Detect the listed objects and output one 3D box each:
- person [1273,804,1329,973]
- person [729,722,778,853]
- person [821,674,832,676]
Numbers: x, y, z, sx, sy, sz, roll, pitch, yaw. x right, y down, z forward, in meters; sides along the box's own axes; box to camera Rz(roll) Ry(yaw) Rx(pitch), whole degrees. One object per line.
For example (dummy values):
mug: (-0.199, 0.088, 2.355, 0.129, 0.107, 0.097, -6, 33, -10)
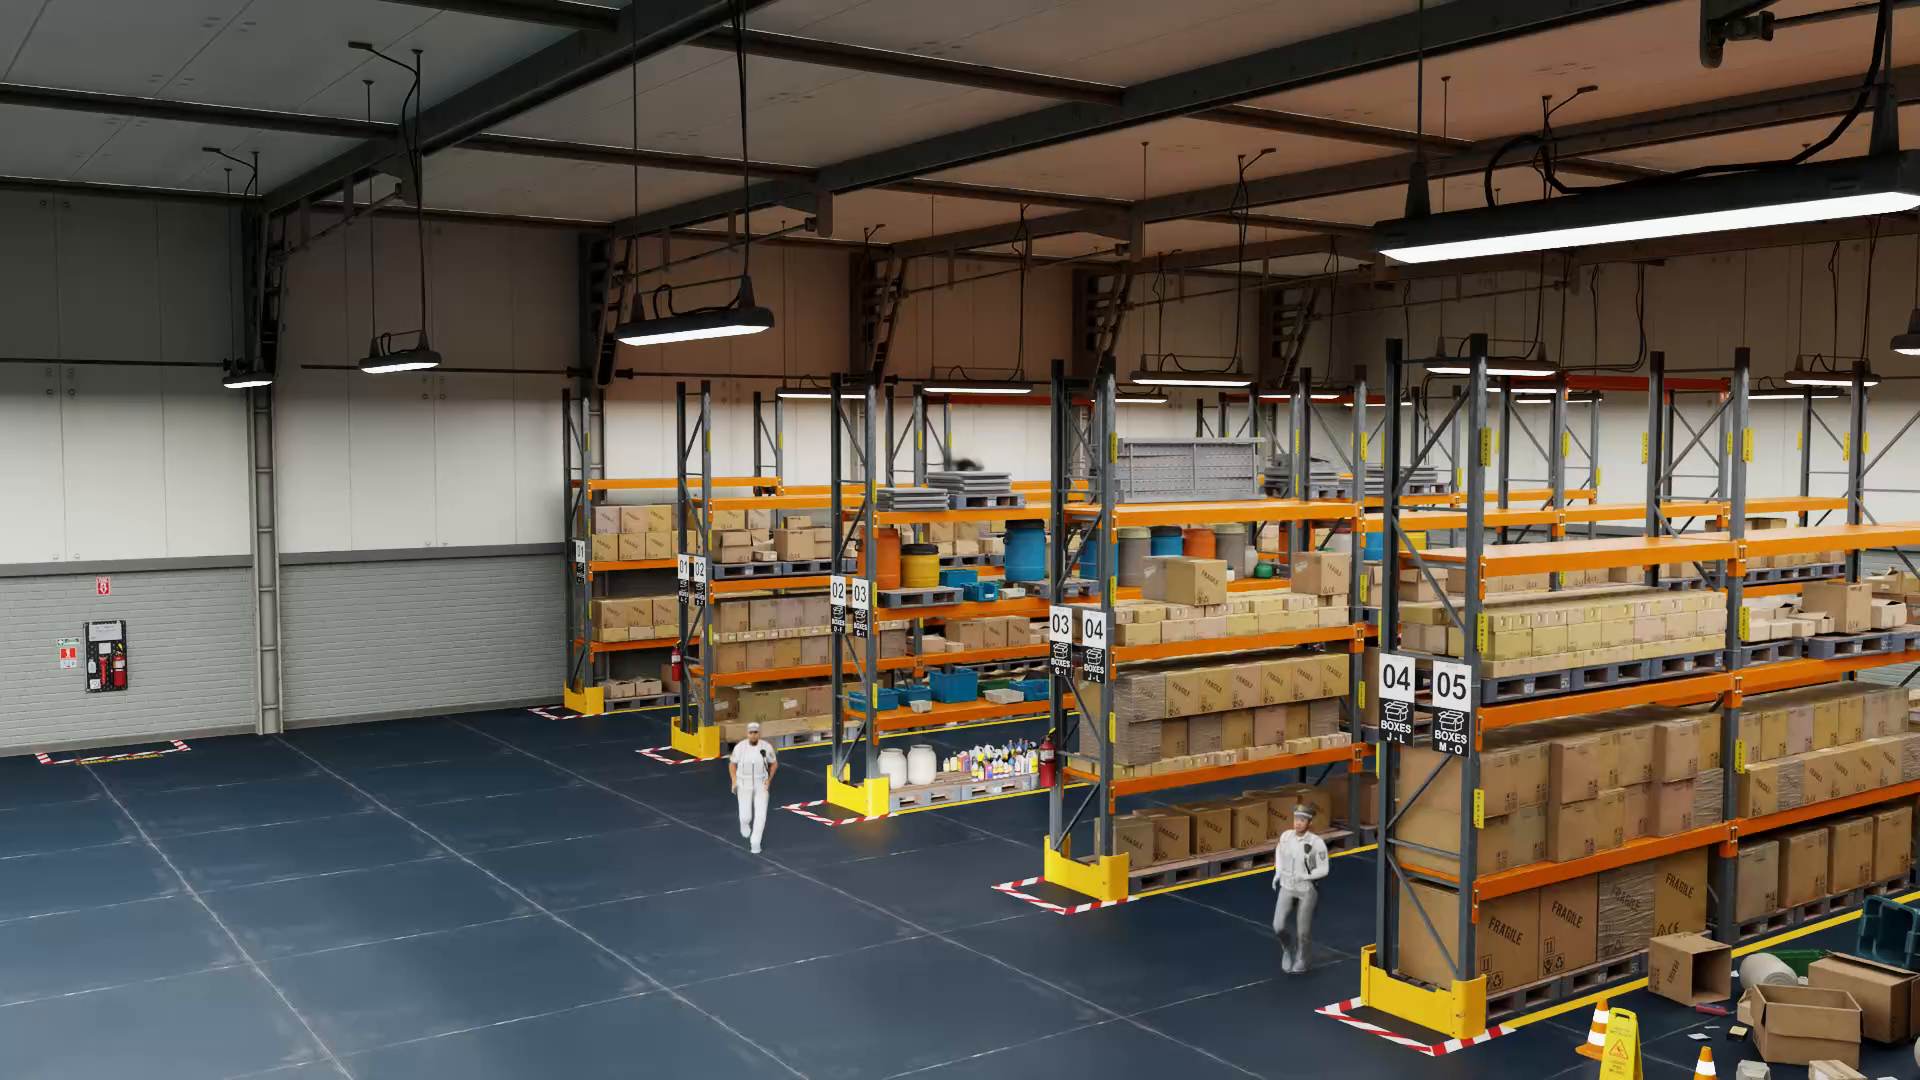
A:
person: (3.206, 3.316, 15.769, 0.599, 1.649, 0.586, 2, 4, 31)
person: (-2.559, 3.047, 20.618, 0.600, 1.621, 0.580, -1, 4, -8)
person: (-2.361, 2.308, 30.288, 0.672, 1.750, 0.697, -3, 5, -36)
